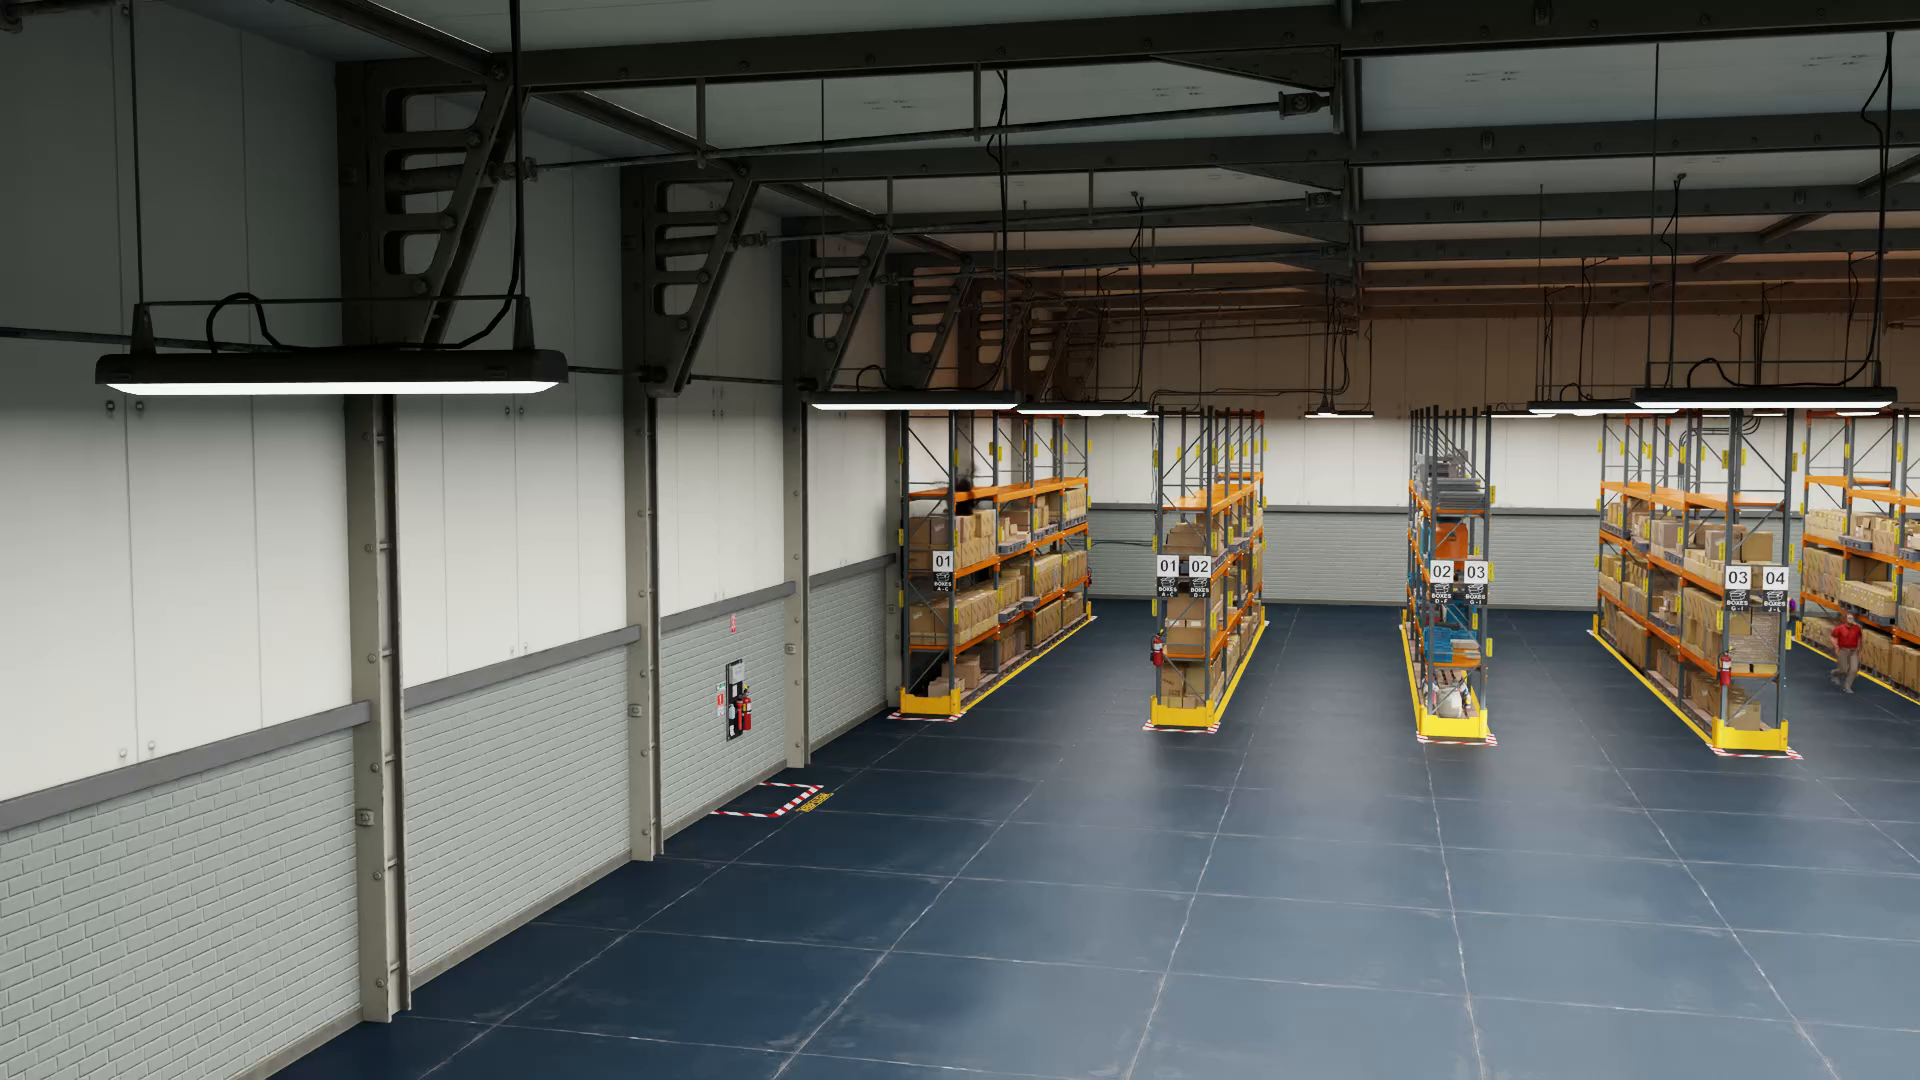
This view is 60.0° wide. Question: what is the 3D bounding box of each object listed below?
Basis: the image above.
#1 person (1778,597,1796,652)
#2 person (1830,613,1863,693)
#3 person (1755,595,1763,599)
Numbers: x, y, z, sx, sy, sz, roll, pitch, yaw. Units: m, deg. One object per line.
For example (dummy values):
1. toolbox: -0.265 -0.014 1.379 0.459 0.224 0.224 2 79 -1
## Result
1. person: 19.710 1.986 39.949 0.672 1.826 0.768 1 4 14
2. person: 18.730 2.372 35.150 0.650 1.680 0.652 0 4 7
3. person: 20.640 1.792 43.579 0.740 1.591 0.823 4 5 40
